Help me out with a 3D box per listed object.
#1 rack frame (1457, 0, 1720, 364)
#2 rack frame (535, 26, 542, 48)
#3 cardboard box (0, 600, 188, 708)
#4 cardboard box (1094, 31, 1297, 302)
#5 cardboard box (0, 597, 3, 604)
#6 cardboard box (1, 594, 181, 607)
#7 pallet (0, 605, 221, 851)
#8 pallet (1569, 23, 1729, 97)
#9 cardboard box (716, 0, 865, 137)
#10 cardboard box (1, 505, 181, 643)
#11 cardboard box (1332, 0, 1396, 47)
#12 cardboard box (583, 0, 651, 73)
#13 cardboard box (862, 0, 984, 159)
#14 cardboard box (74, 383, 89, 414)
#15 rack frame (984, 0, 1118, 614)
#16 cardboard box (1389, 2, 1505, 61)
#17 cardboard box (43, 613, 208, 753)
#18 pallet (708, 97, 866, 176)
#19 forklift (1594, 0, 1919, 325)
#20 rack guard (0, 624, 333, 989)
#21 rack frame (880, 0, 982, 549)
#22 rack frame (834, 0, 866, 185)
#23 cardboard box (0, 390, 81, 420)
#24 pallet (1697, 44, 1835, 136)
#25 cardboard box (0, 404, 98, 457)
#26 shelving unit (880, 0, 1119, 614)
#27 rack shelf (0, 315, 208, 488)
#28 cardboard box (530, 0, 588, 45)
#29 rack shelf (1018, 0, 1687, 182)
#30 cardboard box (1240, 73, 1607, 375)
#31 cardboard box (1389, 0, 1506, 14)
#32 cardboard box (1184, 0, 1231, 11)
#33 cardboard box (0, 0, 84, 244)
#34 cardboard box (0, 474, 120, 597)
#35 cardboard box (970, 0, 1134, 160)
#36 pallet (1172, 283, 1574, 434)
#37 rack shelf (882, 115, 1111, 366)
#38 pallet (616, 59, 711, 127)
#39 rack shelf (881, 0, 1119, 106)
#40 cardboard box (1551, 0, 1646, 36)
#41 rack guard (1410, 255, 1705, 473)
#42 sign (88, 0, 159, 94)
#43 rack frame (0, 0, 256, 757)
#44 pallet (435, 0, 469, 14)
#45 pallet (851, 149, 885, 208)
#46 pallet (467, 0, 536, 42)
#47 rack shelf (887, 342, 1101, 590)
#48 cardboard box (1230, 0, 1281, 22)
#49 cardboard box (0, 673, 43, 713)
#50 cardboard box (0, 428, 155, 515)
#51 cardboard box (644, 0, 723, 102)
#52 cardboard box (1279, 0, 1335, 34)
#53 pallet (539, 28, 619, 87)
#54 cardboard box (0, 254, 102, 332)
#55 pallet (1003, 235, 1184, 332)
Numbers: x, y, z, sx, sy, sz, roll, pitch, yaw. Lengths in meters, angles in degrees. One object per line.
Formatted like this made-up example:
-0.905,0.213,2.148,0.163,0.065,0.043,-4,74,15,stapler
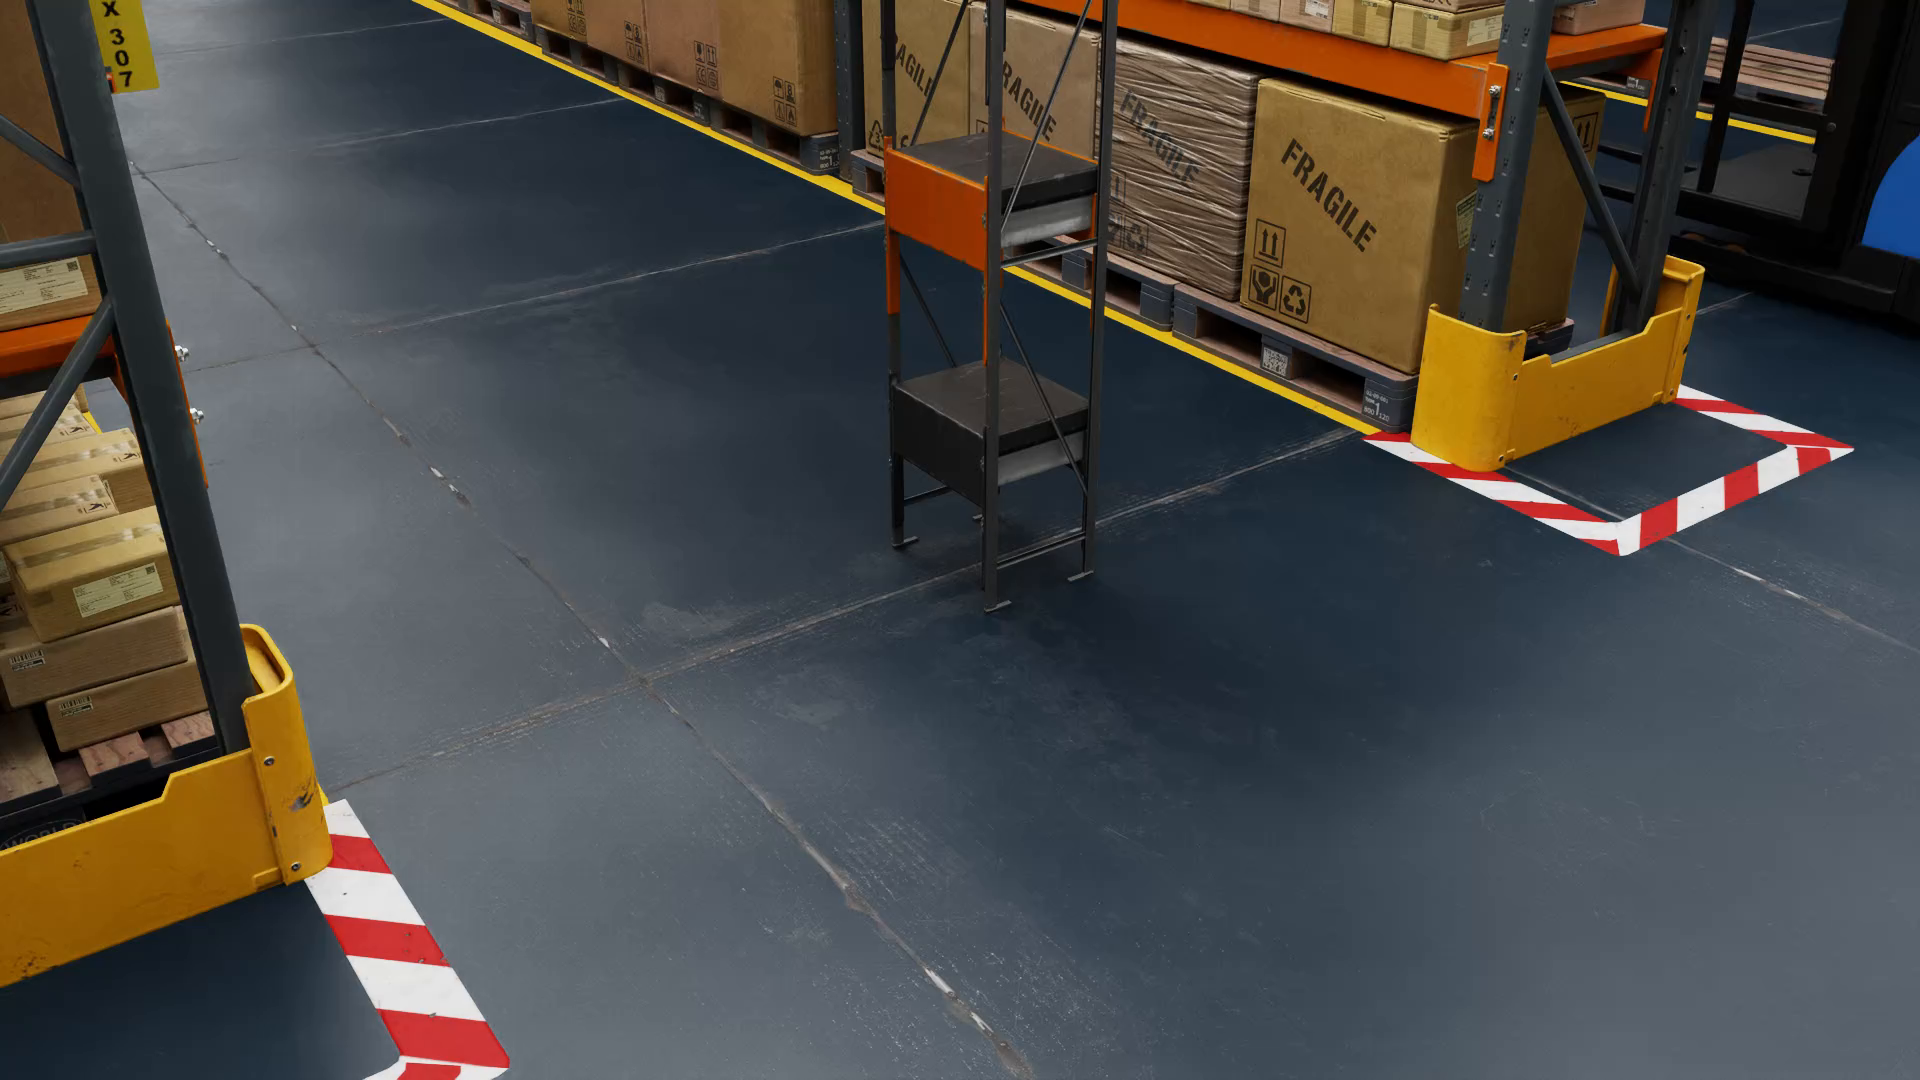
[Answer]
2.130,-1.773,5.371,1.000,3.000,0.127,-19,34,-31,rack frame
-2.511,-4.883,11.098,1.000,3.000,0.127,-19,34,-31,rack frame
-2.064,0.224,3.930,0.380,0.149,0.250,-17,33,-29,cardboard box
1.165,-1.604,6.847,0.875,0.875,0.875,-19,34,-31,cardboard box
-2.391,0.031,4.285,0.380,0.149,0.250,-18,33,-30,cardboard box
-2.177,0.102,4.155,0.380,0.149,0.250,-19,34,-31,cardboard box
-2.456,0.431,4.235,1.003,0.211,1.213,-19,34,-31,pallet
4.302,-3.198,10.918,1.003,0.211,1.213,-19,34,-31,pallet
-0.578,-2.822,9.089,1.225,0.875,0.875,-19,34,-30,cardboard box
-1.996,0.070,3.902,0.380,0.149,0.250,-21,35,-33,cardboard box
1.503,-1.810,5.703,0.380,0.149,0.250,-18,33,-30,cardboard box
-1.617,-3.511,10.358,1.225,0.875,0.875,-19,34,-30,cardboard box
0.127,-2.300,8.128,0.875,0.875,0.875,-19,34,-31,cardboard box
-2.776,-0.436,4.834,0.380,0.149,0.250,-18,33,-30,cardboard box
0.238,-0.763,4.456,0.400,2.100,0.015,-19,34,-31,rack frame
1.655,-1.710,5.518,0.380,0.149,0.250,-18,33,-30,cardboard box
-2.012,0.337,4.034,0.380,0.149,0.250,-18,33,-30,cardboard box
-0.699,-2.381,9.414,1.003,0.211,1.213,-19,34,-31,pallet
3.831,-2.551,6.875,1.130,2.935,3.031,-20,34,-33,forklift
-2.013,0.630,3.566,1.175,0.500,0.348,-19,34,-31,rack guard
-0.046,-0.953,4.805,0.400,2.100,0.015,-19,34,-31,rack frame
-0.190,-3.328,8.234,1.000,3.000,0.127,-19,34,-31,rack frame
-2.660,-0.321,4.622,0.380,0.149,0.250,-17,33,-29,cardboard box
5.014,-2.724,10.044,1.003,0.211,1.213,-19,34,-31,pallet
-2.507,-0.211,4.419,0.380,0.149,0.250,-21,35,-33,cardboard box
0.096,-0.858,4.630,0.431,2.100,0.503,-19,34,-31,shelving unit
-3.129,-0.900,4.519,1.077,0.370,4.000,-19,34,-31,rack shelf
-2.127,-3.860,11.000,1.225,0.875,0.875,-21,35,-33,cardboard box
0.970,-2.234,6.974,1.077,0.370,4.000,-19,34,-31,rack shelf
1.693,-1.250,6.195,0.875,0.875,0.875,-19,34,-31,cardboard box
1.632,-1.952,5.548,0.500,0.250,0.500,-19,34,-31,cardboard box
1.061,-2.106,6.249,0.380,0.149,0.250,-20,34,-32,cardboard box
-2.005,-0.865,3.283,0.500,0.500,0.500,-17,33,-28,cardboard box
-2.254,-0.004,4.038,0.380,0.149,0.250,-18,33,-30,cardboard box
0.649,-1.950,7.484,0.875,0.875,0.875,-19,34,-31,cardboard box
1.602,-0.836,6.569,1.003,0.211,1.213,-19,34,-31,pallet
0.096,-0.846,4.637,0.431,0.518,0.480,-19,34,-31,rack shelf
-1.411,-2.856,10.288,1.003,0.211,1.213,-19,34,-31,pallet
0.096,-1.461,4.303,0.431,0.518,0.480,-19,34,-31,rack shelf
2.193,-1.892,5.853,0.380,0.149,0.250,-18,33,-30,cardboard box
2.144,-0.665,5.951,1.175,0.500,0.348,-19,34,-31,rack guard
-1.527,-0.970,2.985,0.100,0.325,0.005,-19,34,-31,sign
-1.969,-0.439,2.915,1.000,3.000,0.127,-19,34,-31,rack frame
-3.666,-4.436,13.196,1.003,0.211,1.213,-19,34,-31,pallet
0.187,-1.785,8.316,1.003,0.211,1.213,-19,34,-31,pallet
-2.963,-3.962,12.323,1.003,0.211,1.213,-19,34,-31,pallet
0.096,-0.231,4.971,0.431,0.518,0.480,-19,34,-31,rack shelf
1.213,-2.006,6.064,0.380,0.149,0.250,-18,33,-30,cardboard box
-2.231,0.258,4.179,0.380,0.149,0.250,-19,34,-31,cardboard box
-2.296,-0.137,4.283,0.380,0.149,0.250,-19,34,-31,cardboard box
-1.097,-3.169,9.728,1.225,0.875,0.875,-20,34,-32,cardboard box
1.357,-1.909,5.885,0.380,0.149,0.250,-19,34,-31,cardboard box
-2.115,-3.330,11.160,1.003,0.211,1.213,-19,34,-31,pallet
-1.890,-0.545,3.374,0.380,0.149,0.250,-19,34,-31,cardboard box
0.899,-1.310,7.442,1.003,0.211,1.213,-19,34,-31,pallet
